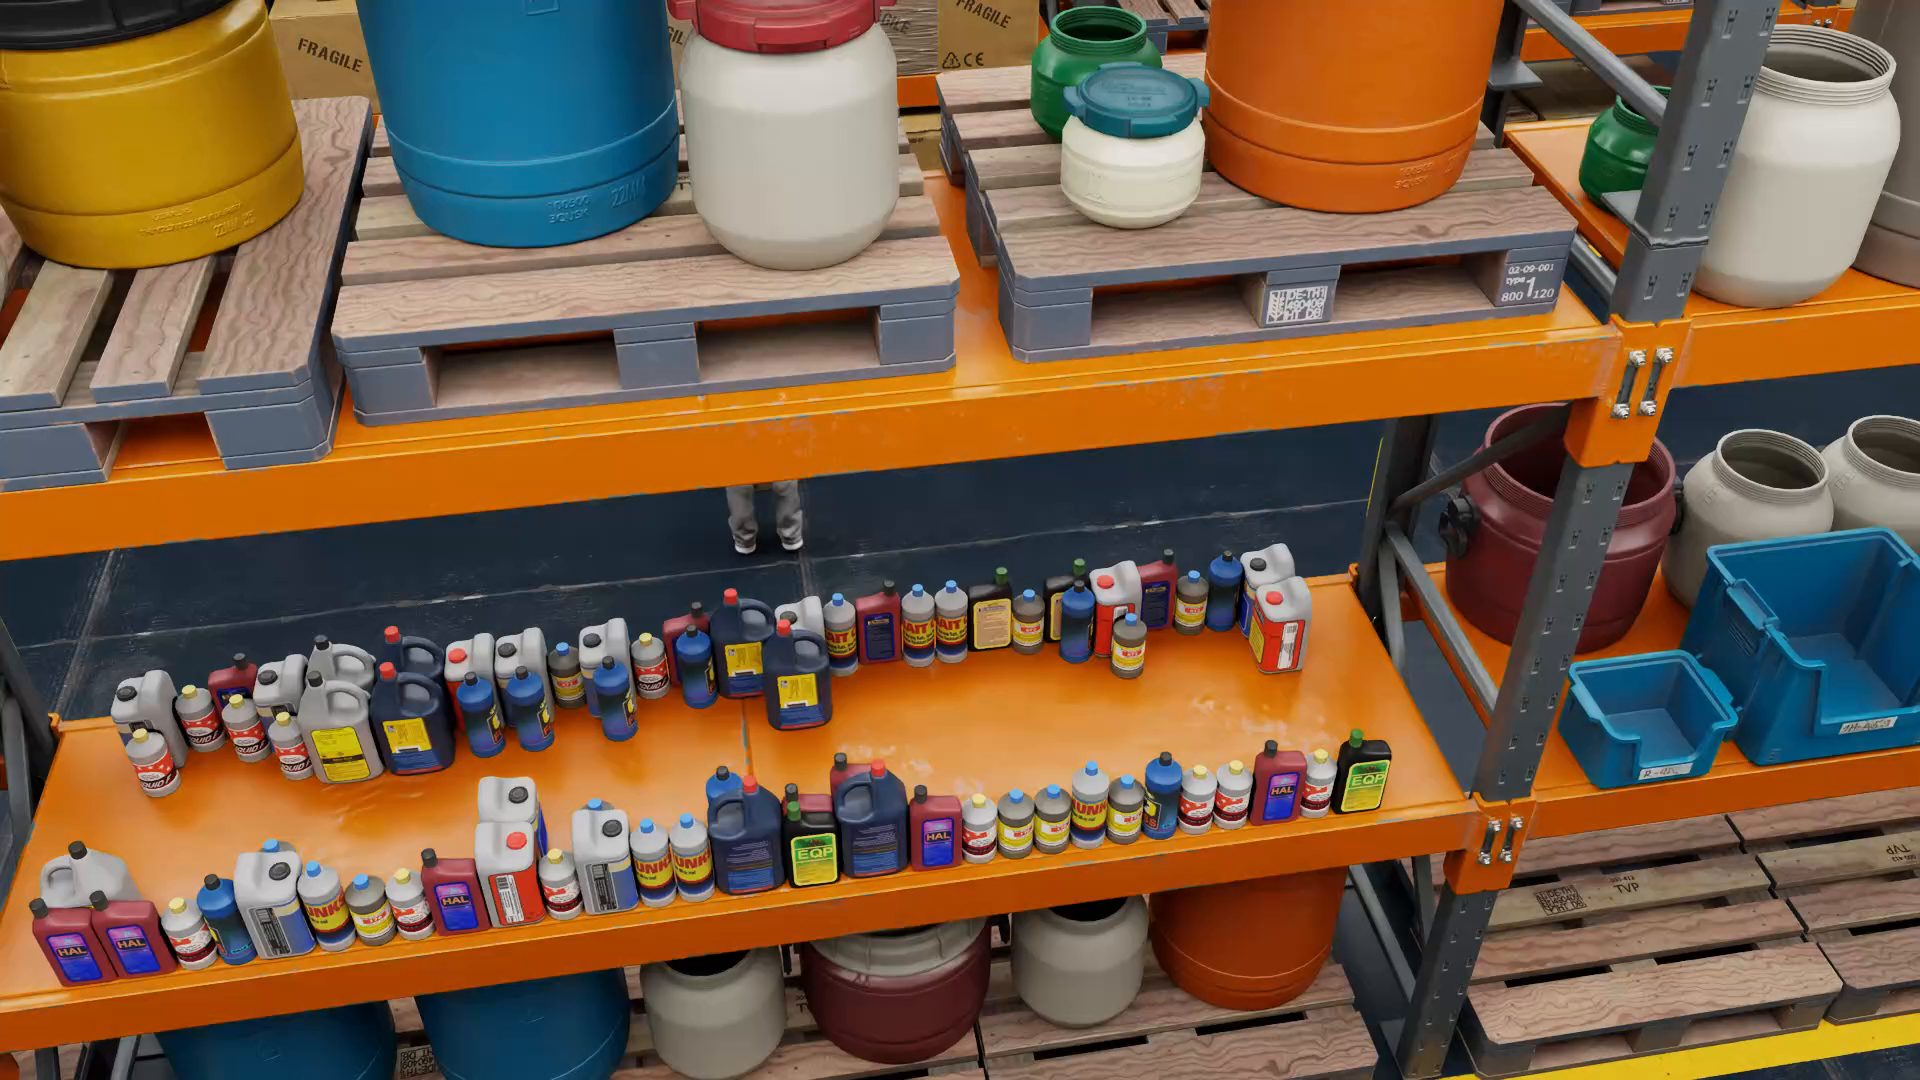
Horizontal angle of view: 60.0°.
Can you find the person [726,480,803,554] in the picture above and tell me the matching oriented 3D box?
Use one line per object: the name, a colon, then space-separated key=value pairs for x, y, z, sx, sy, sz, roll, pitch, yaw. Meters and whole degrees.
person: x=-0.886 y=-0.621 z=6.934 sx=0.407 sy=1.593 sz=0.304 roll=-6 pitch=40 yaw=-7
